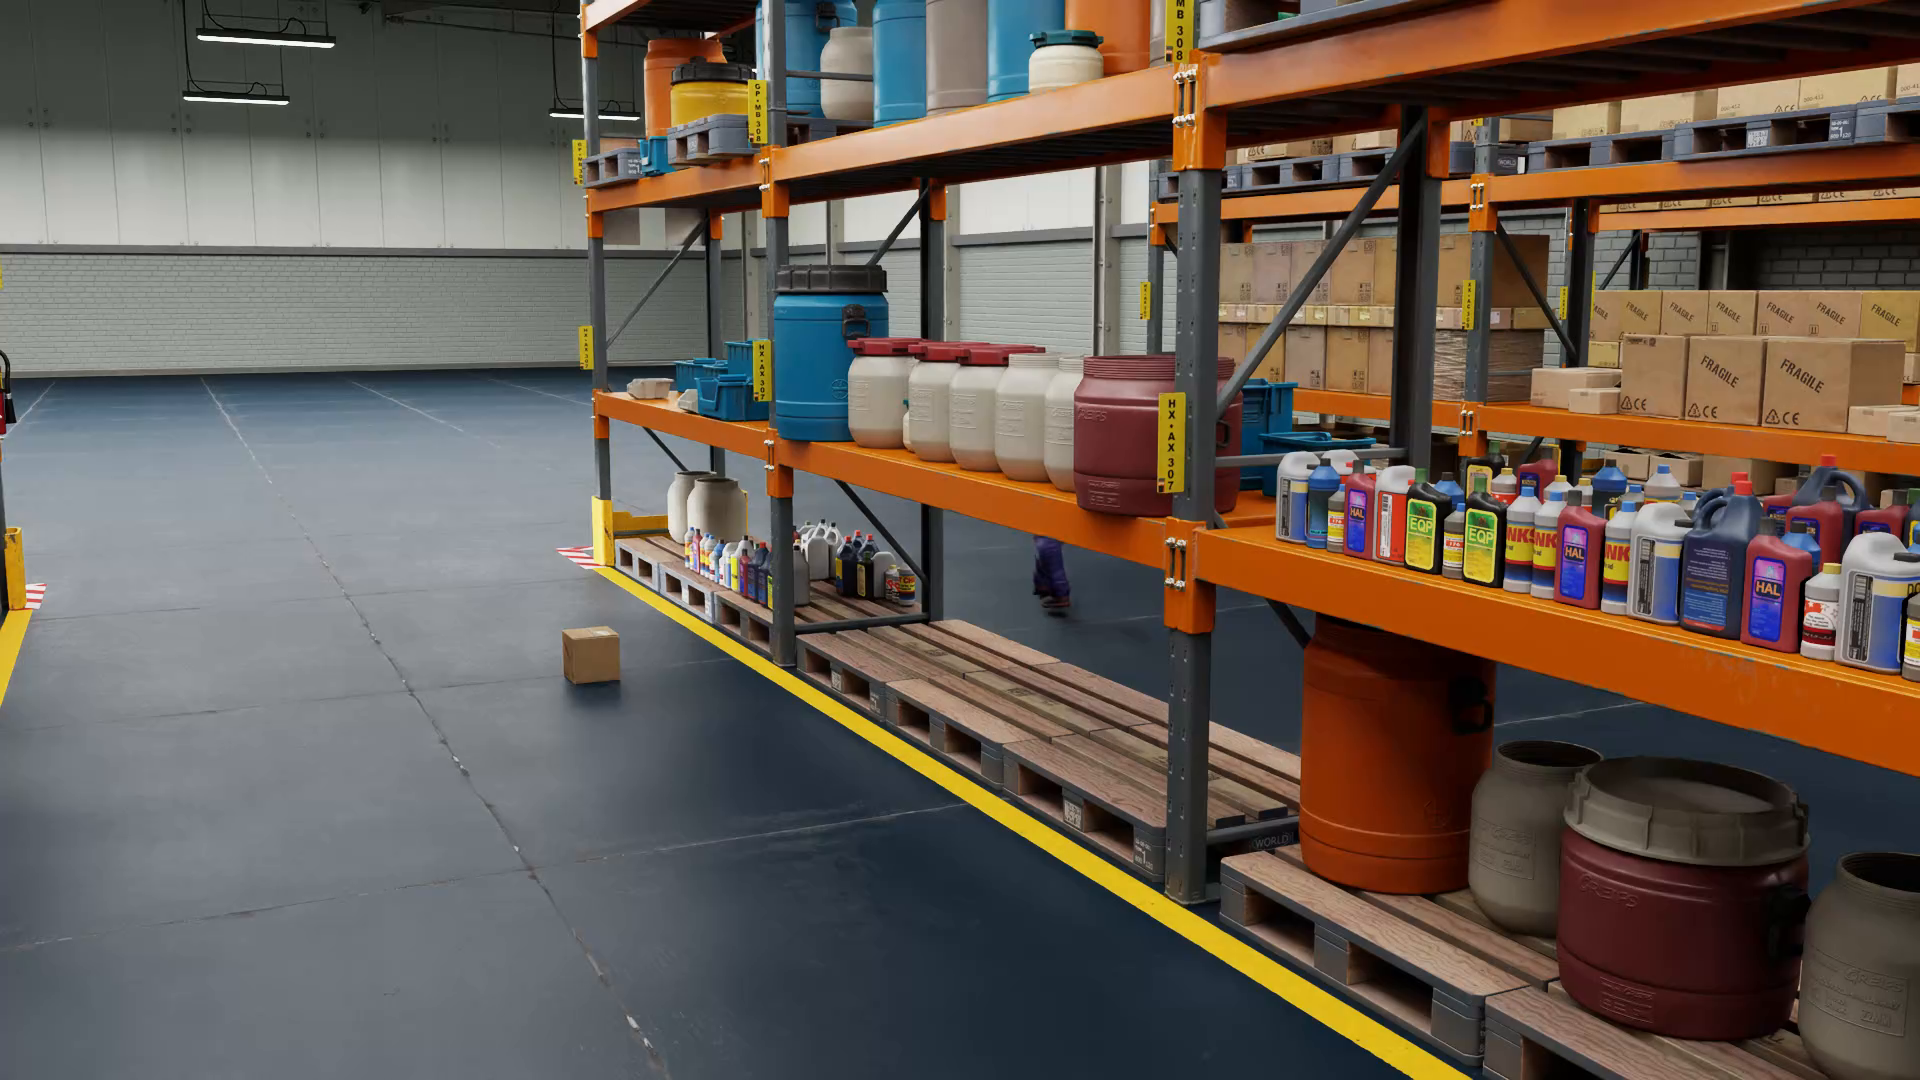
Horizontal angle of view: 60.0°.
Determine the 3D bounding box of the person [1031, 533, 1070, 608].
[{"bbox_3d":[0.505,-0.367,10.881,0.516,1.639,0.822,-4,9,-24],"label":"person"}]
